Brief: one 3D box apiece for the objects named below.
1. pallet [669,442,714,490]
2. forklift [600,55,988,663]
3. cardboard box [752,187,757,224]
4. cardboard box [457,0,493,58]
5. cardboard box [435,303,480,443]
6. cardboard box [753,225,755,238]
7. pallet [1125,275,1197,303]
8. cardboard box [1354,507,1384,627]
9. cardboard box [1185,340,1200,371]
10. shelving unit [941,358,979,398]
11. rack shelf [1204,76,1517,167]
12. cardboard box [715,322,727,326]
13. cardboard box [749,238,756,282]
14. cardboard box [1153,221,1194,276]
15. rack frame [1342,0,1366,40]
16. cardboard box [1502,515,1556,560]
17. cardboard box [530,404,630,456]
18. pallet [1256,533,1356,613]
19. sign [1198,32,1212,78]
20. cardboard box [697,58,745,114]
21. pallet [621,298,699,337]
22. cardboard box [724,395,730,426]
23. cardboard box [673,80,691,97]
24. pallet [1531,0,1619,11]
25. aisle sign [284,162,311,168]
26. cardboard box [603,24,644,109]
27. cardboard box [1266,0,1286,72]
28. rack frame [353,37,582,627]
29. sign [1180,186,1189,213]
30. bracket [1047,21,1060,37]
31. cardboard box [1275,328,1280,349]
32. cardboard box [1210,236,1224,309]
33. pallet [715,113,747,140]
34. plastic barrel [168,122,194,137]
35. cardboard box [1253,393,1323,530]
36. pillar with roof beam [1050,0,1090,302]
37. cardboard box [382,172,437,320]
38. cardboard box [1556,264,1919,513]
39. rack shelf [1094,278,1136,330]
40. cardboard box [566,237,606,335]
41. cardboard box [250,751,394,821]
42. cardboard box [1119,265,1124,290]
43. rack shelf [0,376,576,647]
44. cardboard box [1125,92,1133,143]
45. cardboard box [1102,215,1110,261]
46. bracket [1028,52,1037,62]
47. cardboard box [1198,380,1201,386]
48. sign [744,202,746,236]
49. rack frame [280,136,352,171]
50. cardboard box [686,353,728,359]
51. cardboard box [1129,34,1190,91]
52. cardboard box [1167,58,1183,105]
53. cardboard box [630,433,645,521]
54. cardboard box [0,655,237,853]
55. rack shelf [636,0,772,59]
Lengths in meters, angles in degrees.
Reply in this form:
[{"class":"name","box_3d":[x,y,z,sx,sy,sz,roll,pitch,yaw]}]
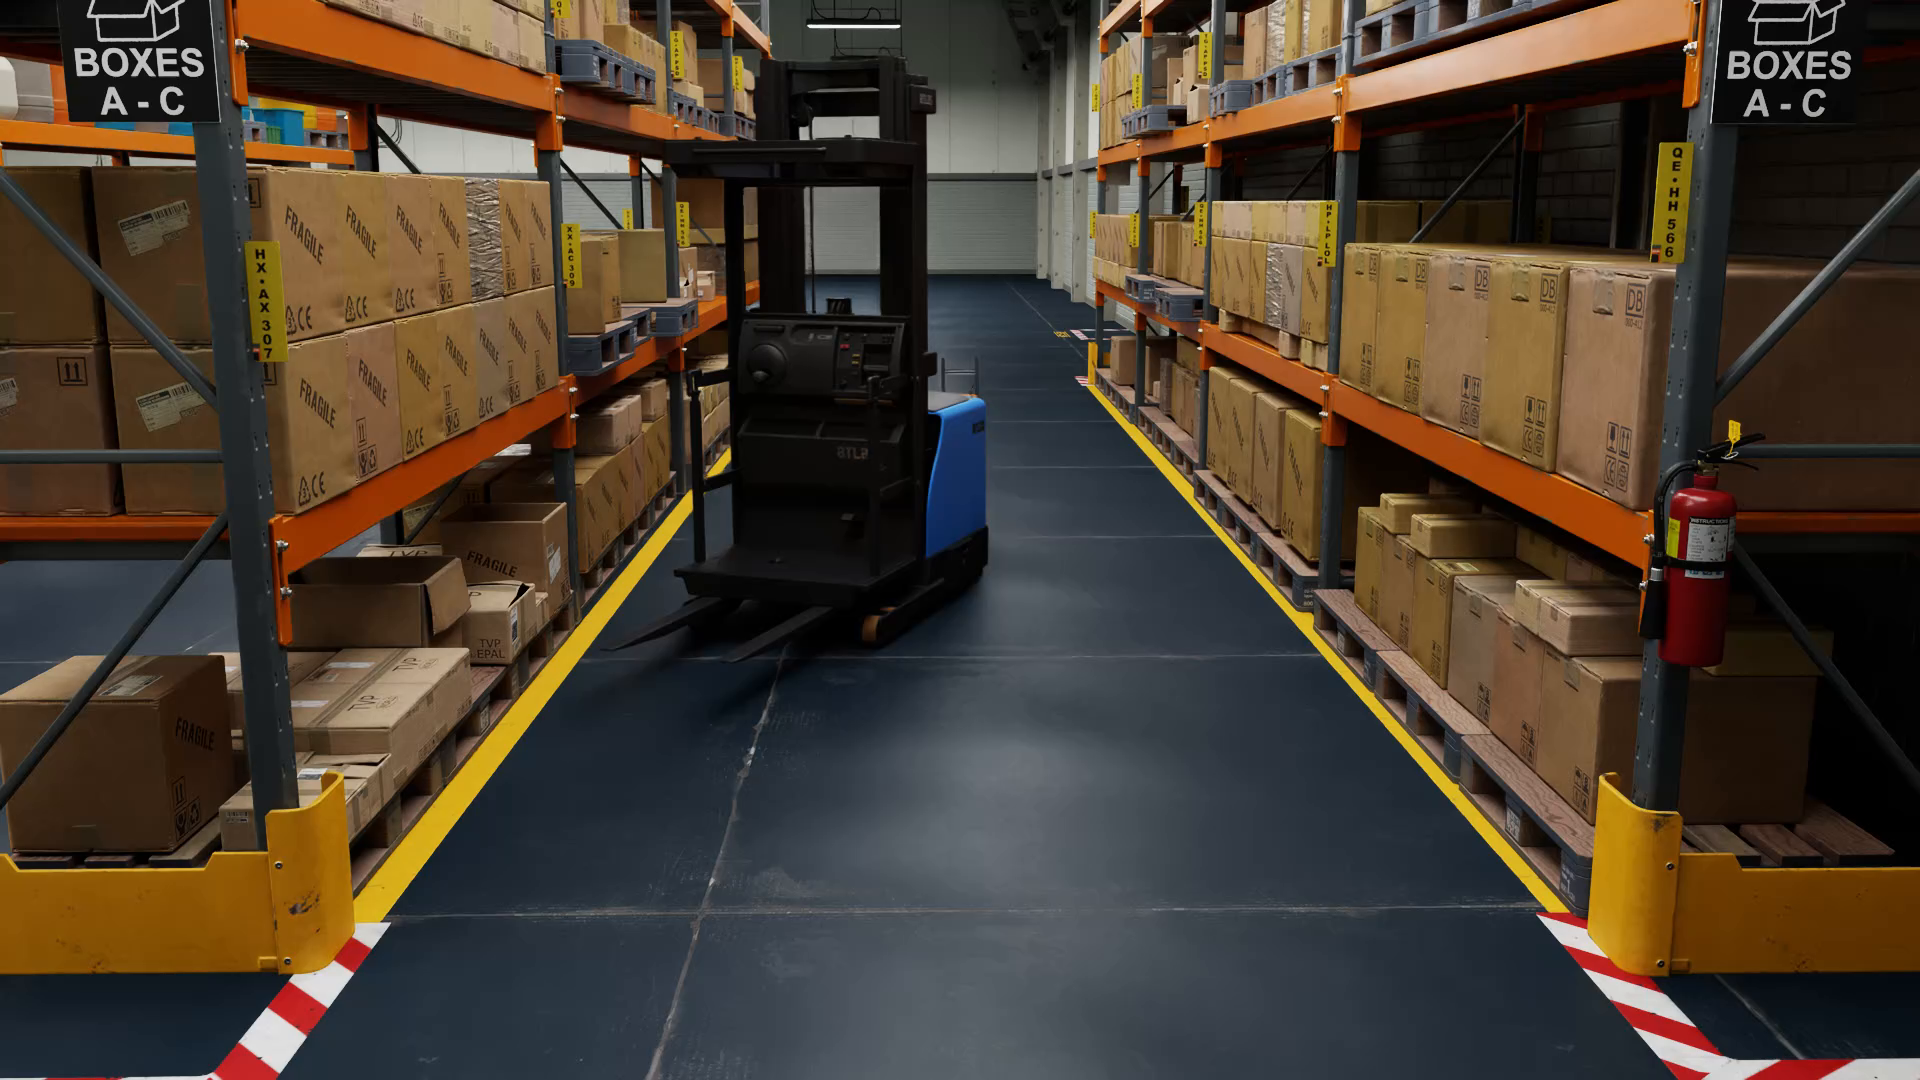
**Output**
[{"class":"pallet","box_3d":[-2.585,-0.612,13.544,1.003,0.211,1.213,0,11,-1]},{"class":"forklift","box_3d":[-0.805,-0.987,8.555,1.130,2.935,3.031,4,12,19]},{"class":"cardboard box","box_3d":[-2.774,-3.986,19.649,0.700,0.500,0.500,0,11,-1]},{"class":"cardboard box","box_3d":[-2.230,-2.122,6.806,0.500,0.250,0.500,0,11,-1]},{"class":"cardboard box","box_3d":[-2.219,-0.664,6.538,0.500,0.500,0.500,0,11,0]},{"class":"cardboard box","box_3d":[-2.559,-3.544,19.099,0.380,0.149,0.250,0,11,0]},{"class":"pallet","box_3d":[2.133,-2.384,15.750,1.003,0.211,1.213,0,11,-1]},{"class":"cardboard box","box_3d":[2.341,0.128,8.116,0.700,0.500,0.500,0,11,0]},{"class":"cardboard box","box_3d":[2.322,-1.652,14.951,0.500,0.250,0.500,-1,11,-3]},{"class":"shelving unit","box_3d":[0.000,-0.591,10.954,0.258,1.200,0.189,0,11,-1]},{"class":"rack shelf","box_3d":[2.387,-2.556,10.377,1.077,0.370,4.000,0,11,-1]},{"class":"cardboard box","box_3d":[-2.404,-2.028,17.486,0.500,0.500,0.500,0,11,-1]},{"class":"cardboard box","box_3d":[-2.760,-3.257,19.316,0.700,0.500,0.500,0,11,0]},{"class":"cardboard box","box_3d":[2.239,-2.794,15.929,0.700,0.500,0.500,0,11,-1]},{"class":"rack frame","box_3d":[2.428,-3.981,8.047,1.000,3.000,0.127,0,11,-1]},{"class":"cardboard box","box_3d":[2.560,-0.012,7.175,0.380,0.149,0.250,0,11,-1]},{"class":"cardboard box","box_3d":[-2.311,-0.673,10.129,0.500,0.250,0.500,0,11,-1]},{"class":"pallet","box_3d":[2.337,0.173,9.676,1.003,0.211,1.213,0,11,-1]},{"class":"sign","box_3d":[1.803,-3.557,12.205,0.100,0.325,0.005,0,11,-1]},{"class":"cardboard box","box_3d":[-2.436,-4.504,16.514,0.500,0.500,0.500,1,11,4]},{"class":"pallet","box_3d":[-2.523,-1.586,11.816,1.213,0.211,1.003,0,11,-1]},{"class":"cardboard box","box_3d":[-2.372,-1.185,15.213,0.500,0.250,0.500,0,11,0]},{"class":"cardboard box","box_3d":[-2.672,-3.980,14.911,0.500,0.250,0.500,-1,12,-7]},{"class":"pallet","box_3d":[2.485,-1.819,5.162,1.003,0.211,1.213,0,11,-1]},{"class":"aisle sign","box_3d":[-8.019,-4.672,20.007,0.394,0.787,0.004,0,11,-1]},{"class":"cardboard box","box_3d":[-2.543,-3.042,10.715,0.910,0.500,0.500,0,11,-1]},{"class":"cardboard box","box_3d":[2.476,-3.369,11.219,0.700,0.500,0.500,-1,12,-4]},{"class":"rack frame","box_3d":[-2.524,-1.019,8.540,1.000,3.000,0.127,0,11,-1]},{"class":"sign","box_3d":[2.736,-4.147,20.247,0.100,0.325,0.005,0,11,-1]},{"class":"bracket","box_3d":[2.270,-12.169,39.357,0.076,0.066,4.783,0,11,-1]},{"class":"cardboard box","box_3d":[2.156,-1.246,10.238,0.380,0.149,0.250,-1,11,-3]},{"class":"cardboard box","box_3d":[2.100,-1.943,12.041,0.500,0.500,0.500,0,11,1]},{"class":"pallet","box_3d":[-2.733,-4.206,16.924,1.003,0.211,1.213,0,11,-1]},{"class":"plastic barrel","box_3d":[-7.415,-4.206,15.440,0.600,0.901,0.708,0,11,-1]},{"class":"cardboard box","box_3d":[2.263,-0.498,10.321,0.750,0.750,0.750,0,11,1]},{"class":"pillar with roof beam","box_3d":[-1.617,-9.791,36.687,9.100,9.000,0.548,0,11,-1]},{"class":"cardboard box","box_3d":[-2.211,-1.056,5.954,0.500,0.500,0.500,0,11,0]},{"class":"cardboard box","box_3d":[2.490,-0.494,5.194,0.980,0.700,0.700,0,11,1]},{"class":"rack shelf","box_3d":[2.222,-2.676,18.514,1.077,0.370,4.000,0,11,-1]},{"class":"cardboard box","box_3d":[-2.311,-1.369,8.957,0.700,0.500,0.500,-4,12,-20]},{"class":"cardboard box","box_3d":[-2.112,0.814,5.521,0.380,0.166,0.250,0,11,-1]},{"class":"cardboard box","box_3d":[1.948,-2.759,17.442,0.500,0.250,0.500,0,11,-1]},{"class":"rack shelf","box_3d":[-2.483,-0.269,6.652,1.077,0.370,4.000,0,11,-1]},{"class":"cardboard box","box_3d":[2.008,-4.360,17.158,0.500,0.500,0.500,-1,12,-6]},{"class":"cardboard box","box_3d":[1.894,-3.433,18.875,0.500,0.500,0.500,-1,11,-3]},{"class":"bracket","box_3d":[2.093,-13.874,47.760,0.235,0.232,0.430,0,11,-1]},{"class":"cardboard box","box_3d":[2.384,-1.072,13.979,0.700,0.500,0.500,0,11,-1]},{"class":"sign","box_3d":[-2.147,-3.143,16.292,0.100,0.325,0.005,0,11,-1]},{"class":"rack frame","box_3d":[-7.725,-3.385,20.201,1.000,3.000,0.127,0,11,-1]},{"class":"cardboard box","box_3d":[-2.395,-1.664,16.163,0.500,0.311,0.500,0,11,-1]},{"class":"cardboard box","box_3d":[1.981,-4.748,16.558,0.500,0.500,0.500,-1,12,-6]},{"class":"cardboard box","box_3d":[2.194,-4.247,15.595,0.500,0.500,0.500,1,12,7]},{"class":"cardboard box","box_3d":[-2.326,-0.413,10.731,0.500,0.500,0.500,-1,11,-3]},{"class":"cardboard box","box_3d":[-2.699,0.678,5.353,0.500,0.500,0.500,0,11,-1]},{"class":"rack shelf","box_3d":[-2.731,-5.399,17.853,1.077,0.370,4.000,0,11,-1]}]
